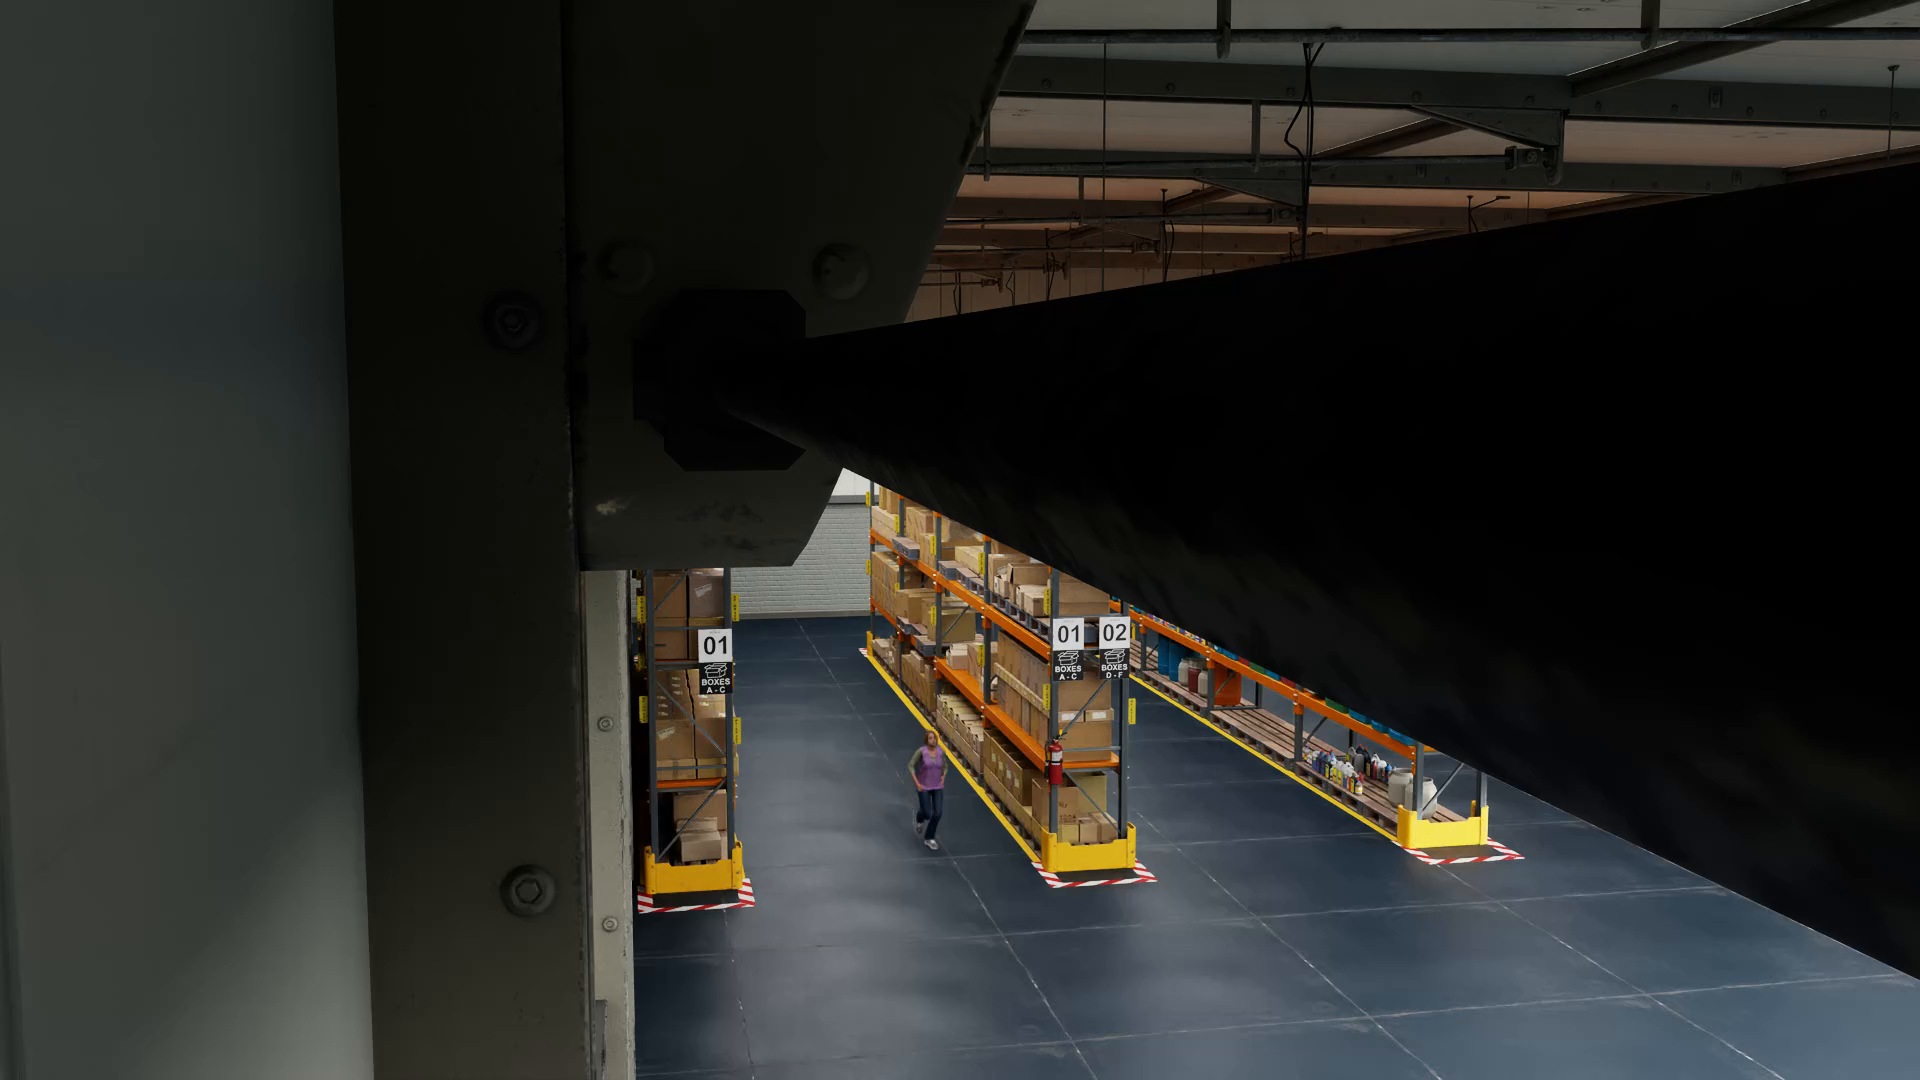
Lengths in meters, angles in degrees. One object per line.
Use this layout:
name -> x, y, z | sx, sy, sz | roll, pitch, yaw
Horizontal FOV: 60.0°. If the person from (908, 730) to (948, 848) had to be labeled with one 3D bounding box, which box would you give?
person -> -0.407, 3.277, 21.957 | 0.542, 1.561, 0.570 | -2, 6, -19
